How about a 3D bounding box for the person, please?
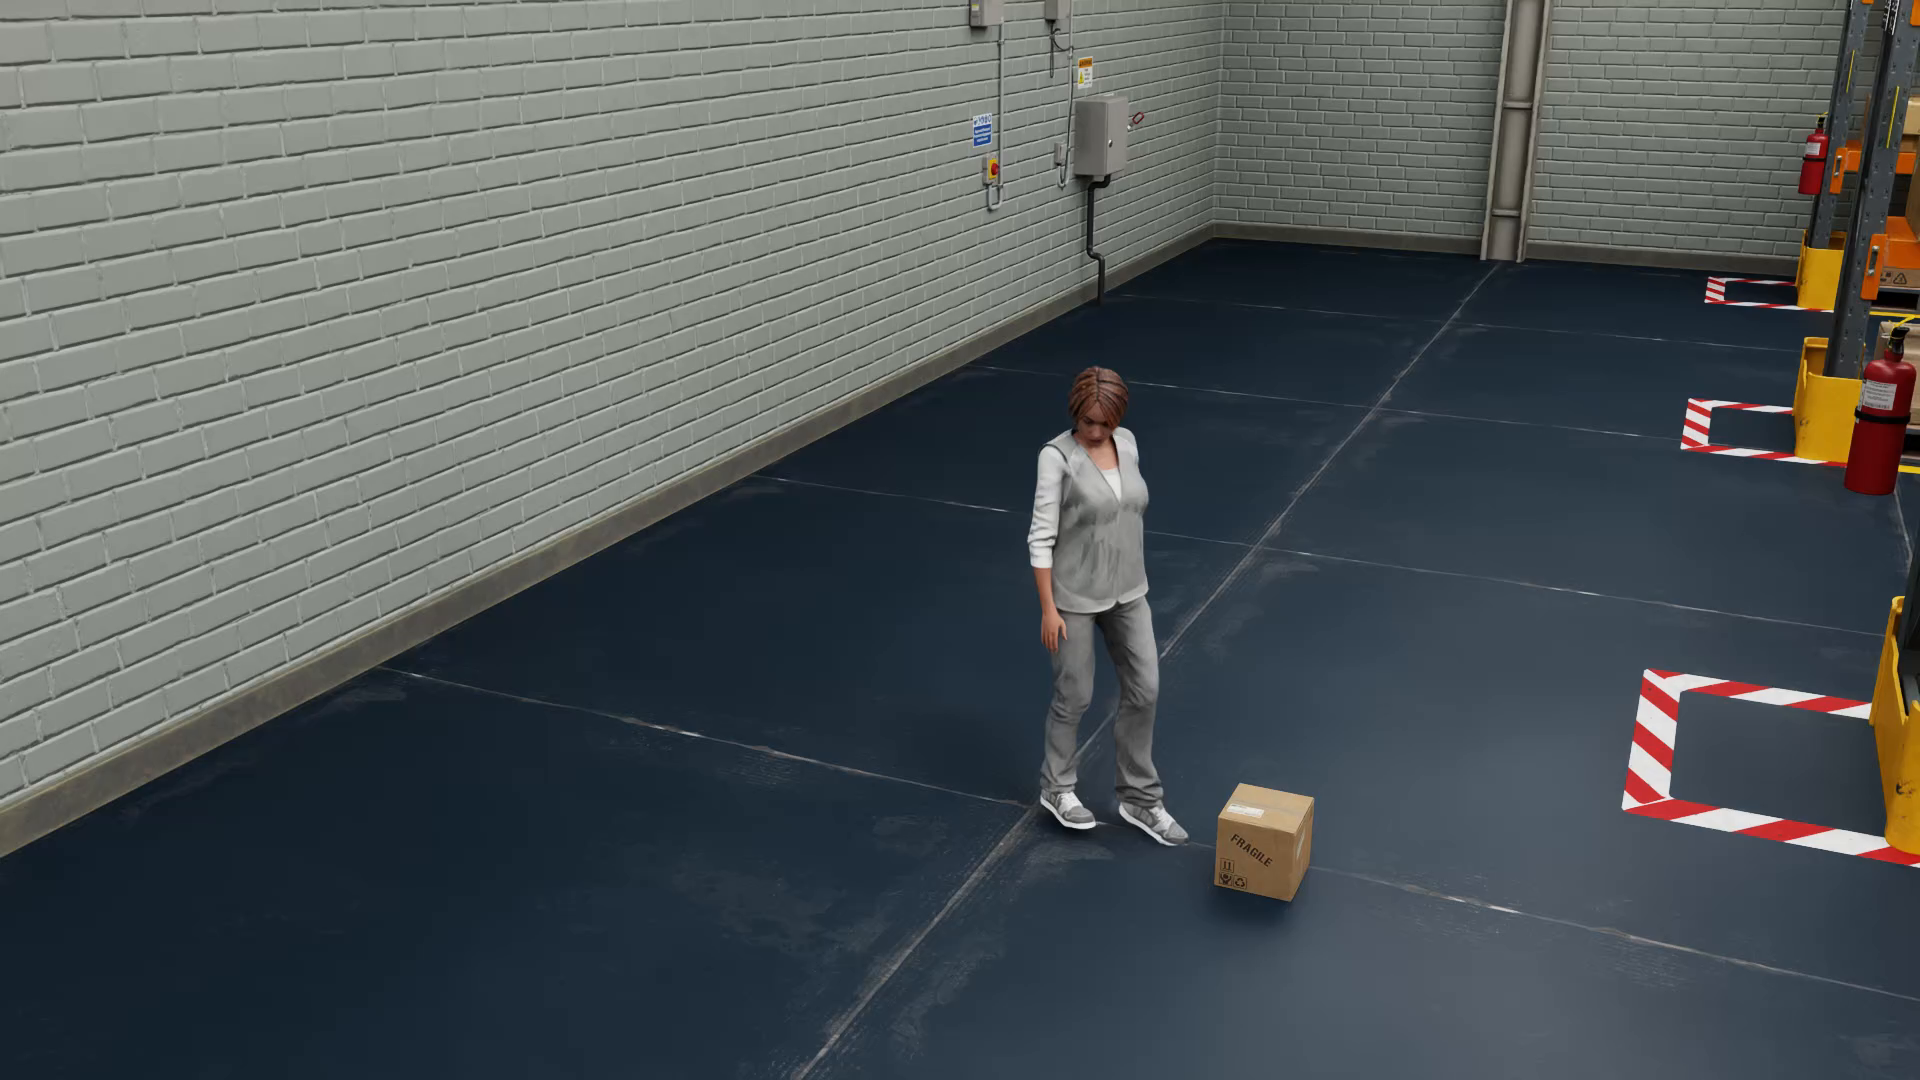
[{"bbox_3d":[0.463,0.244,5.408,0.461,1.613,0.482,-12,22,-30],"label":"person"}]
